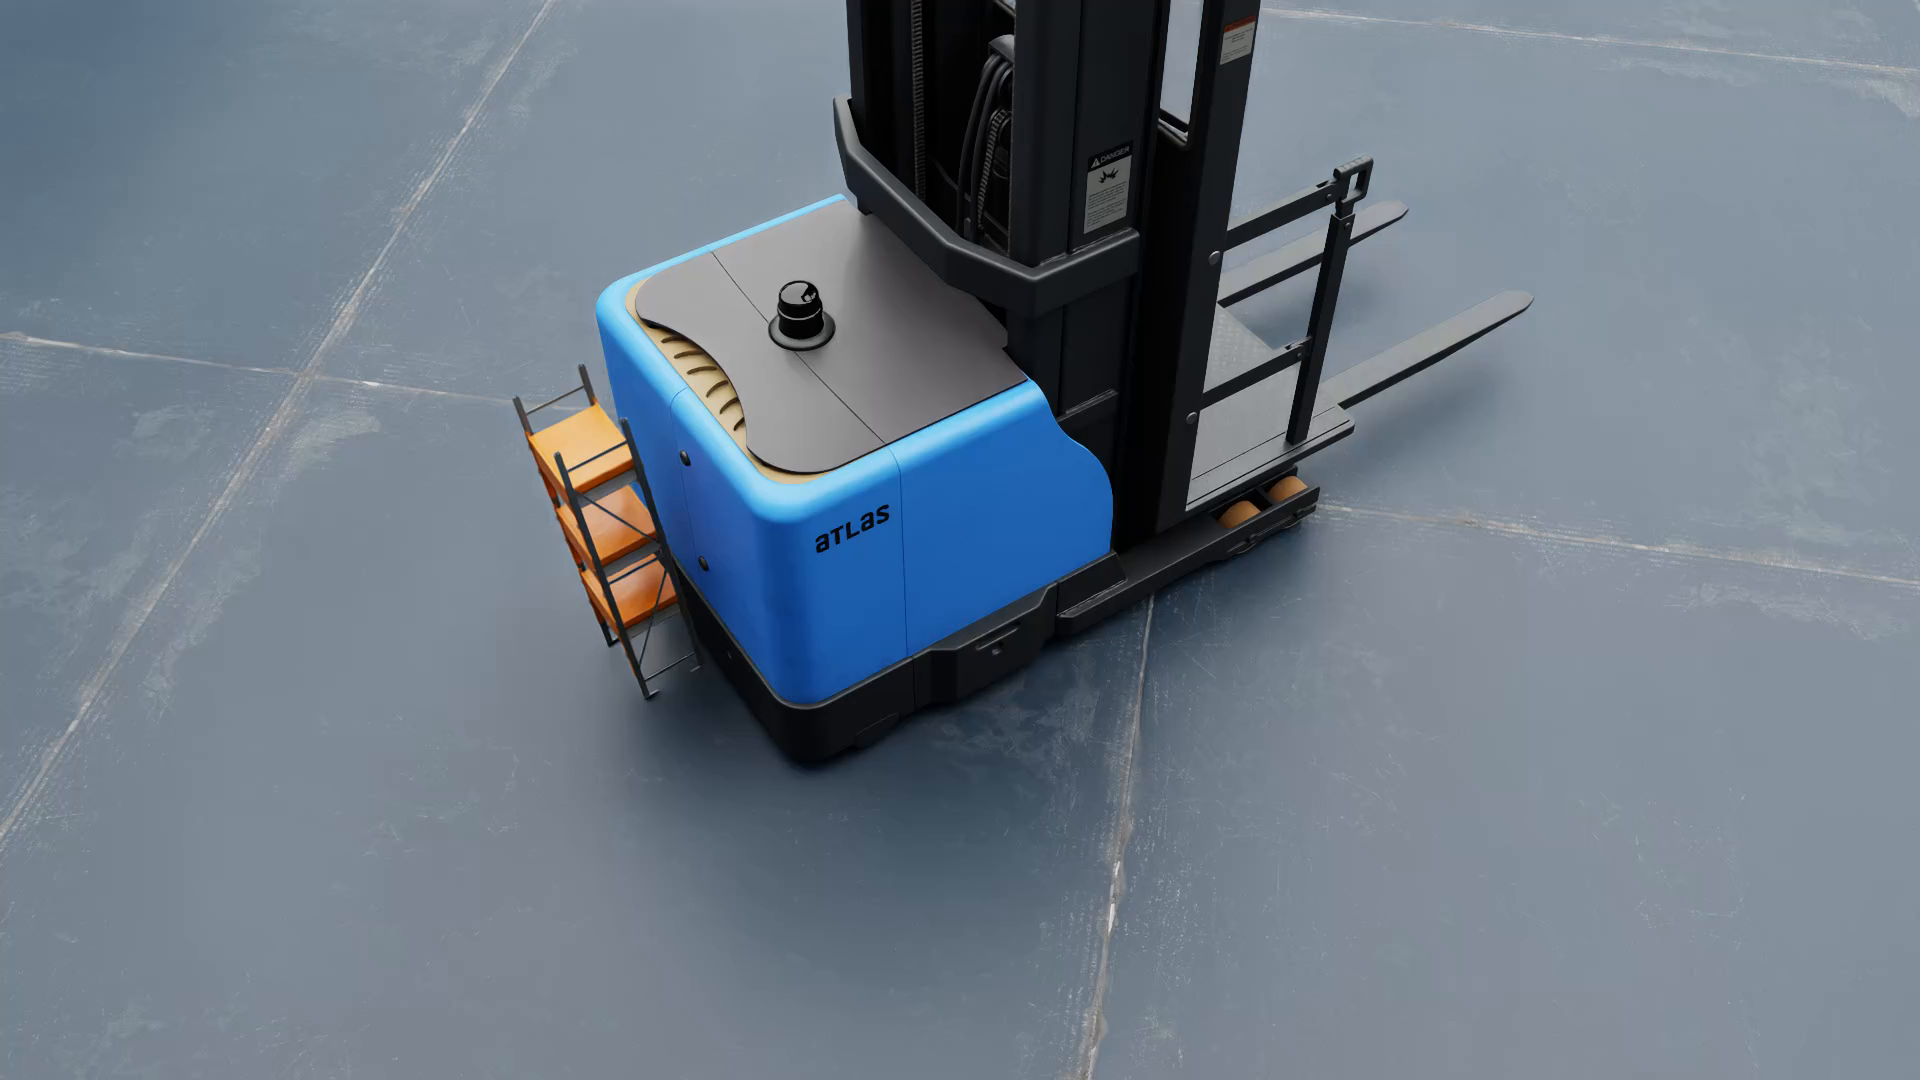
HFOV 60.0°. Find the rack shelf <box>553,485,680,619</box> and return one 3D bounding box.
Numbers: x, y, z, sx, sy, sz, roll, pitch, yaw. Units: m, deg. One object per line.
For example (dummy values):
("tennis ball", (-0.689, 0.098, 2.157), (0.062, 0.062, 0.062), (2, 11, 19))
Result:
("rack shelf", (-0.936, 0.012, 4.537), (0.215, 0.259, 0.240), (-29, 54, -18))

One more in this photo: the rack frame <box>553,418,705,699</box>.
("rack frame", (-0.868, 0.081, 4.461), (0.200, 1.050, 0.008), (-29, 54, -18))

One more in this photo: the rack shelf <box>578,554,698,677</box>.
("rack shelf", (-0.918, 0.189, 4.751), (0.215, 0.259, 0.240), (-29, 54, -18))

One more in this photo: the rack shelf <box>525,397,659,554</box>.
("rack shelf", (-0.954, -0.168, 4.319), (0.215, 0.259, 0.240), (-29, 54, -18))

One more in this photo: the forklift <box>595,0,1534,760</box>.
("forklift", (0.525, -1.240, 4.394), (3.031, 2.935, 1.130), (-26, 53, -22))

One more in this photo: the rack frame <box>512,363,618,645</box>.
("rack frame", (-1.005, -0.069, 4.596), (0.200, 1.050, 0.008), (-29, 54, -18))

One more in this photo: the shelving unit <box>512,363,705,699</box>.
("shelving unit", (-0.936, 0.006, 4.529), (0.215, 1.050, 0.252), (-29, 54, -18))
